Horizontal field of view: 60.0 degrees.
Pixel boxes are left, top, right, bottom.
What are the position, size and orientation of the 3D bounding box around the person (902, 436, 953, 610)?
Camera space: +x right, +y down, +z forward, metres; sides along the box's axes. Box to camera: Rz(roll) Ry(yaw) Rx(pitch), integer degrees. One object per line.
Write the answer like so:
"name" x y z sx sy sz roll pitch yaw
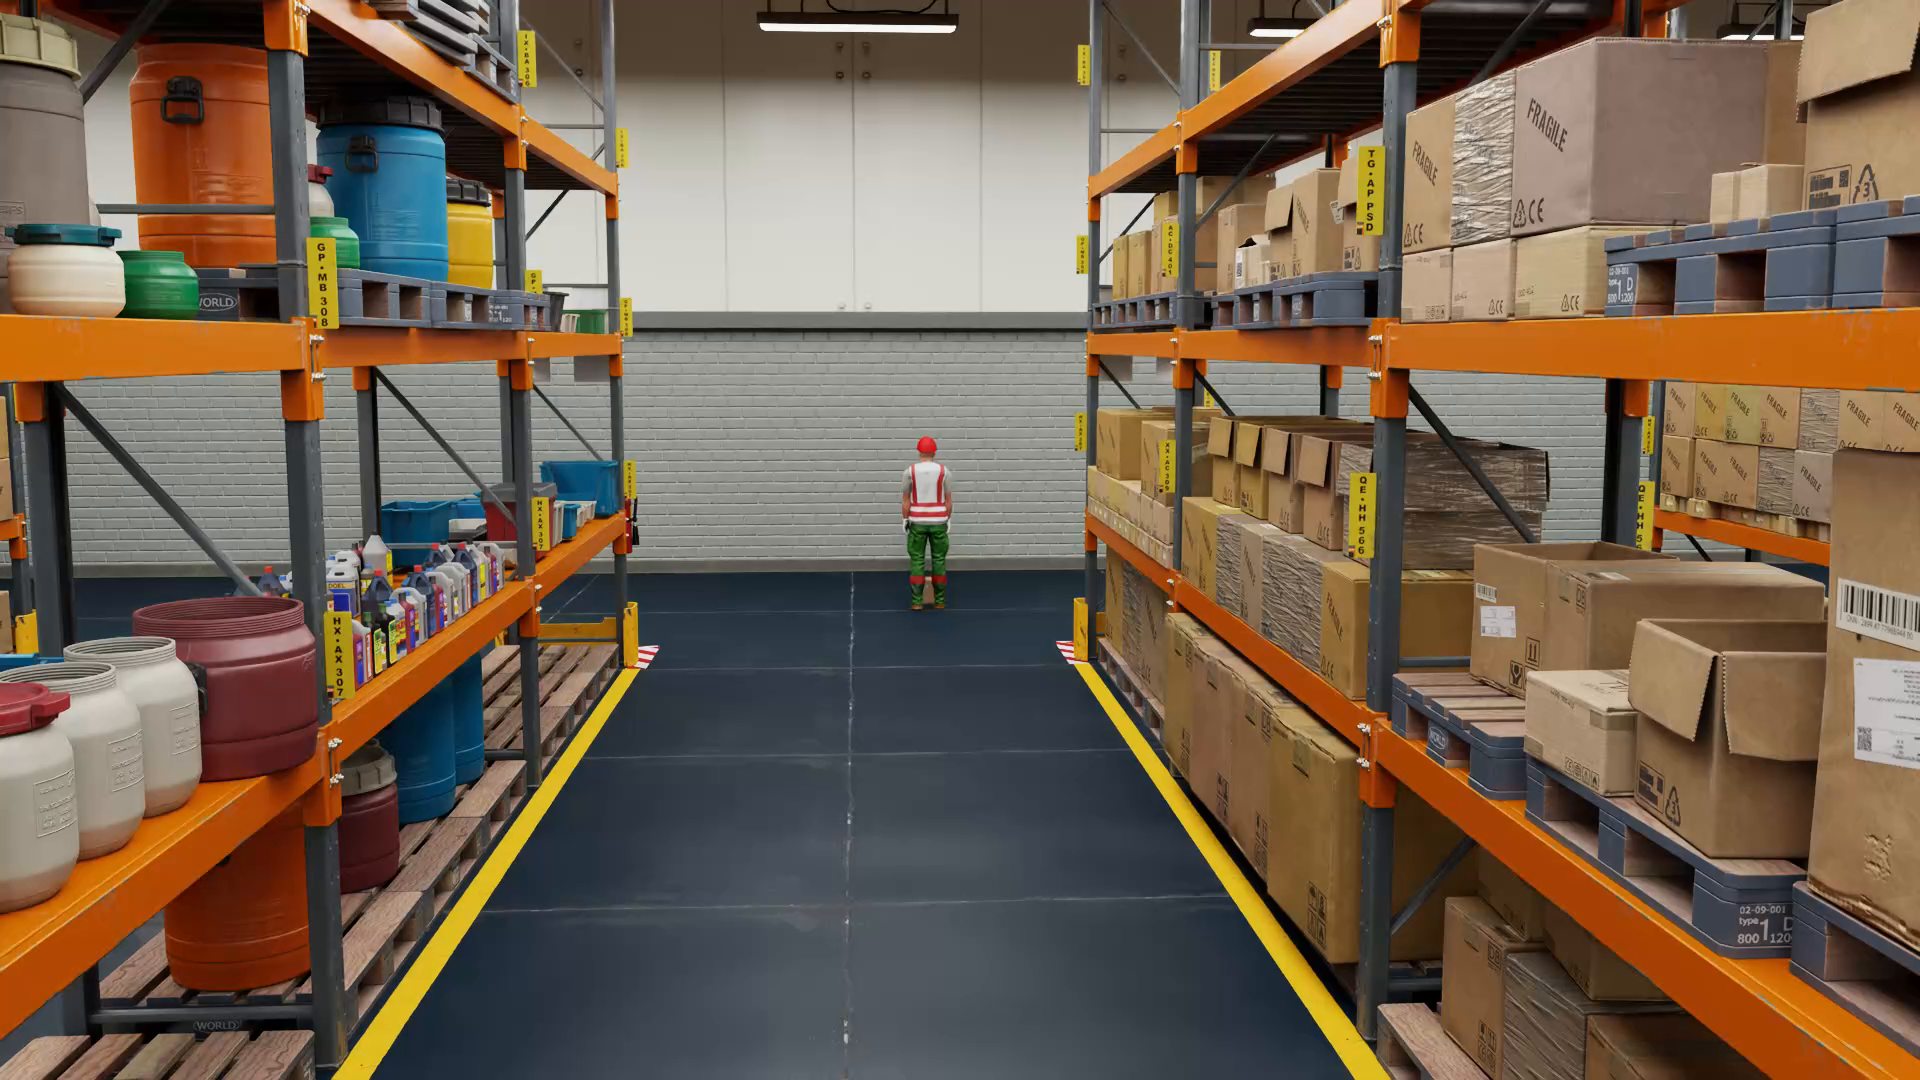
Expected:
"person" -0.339 -0.165 17.116 0.525 1.810 0.361 0 7 -2
